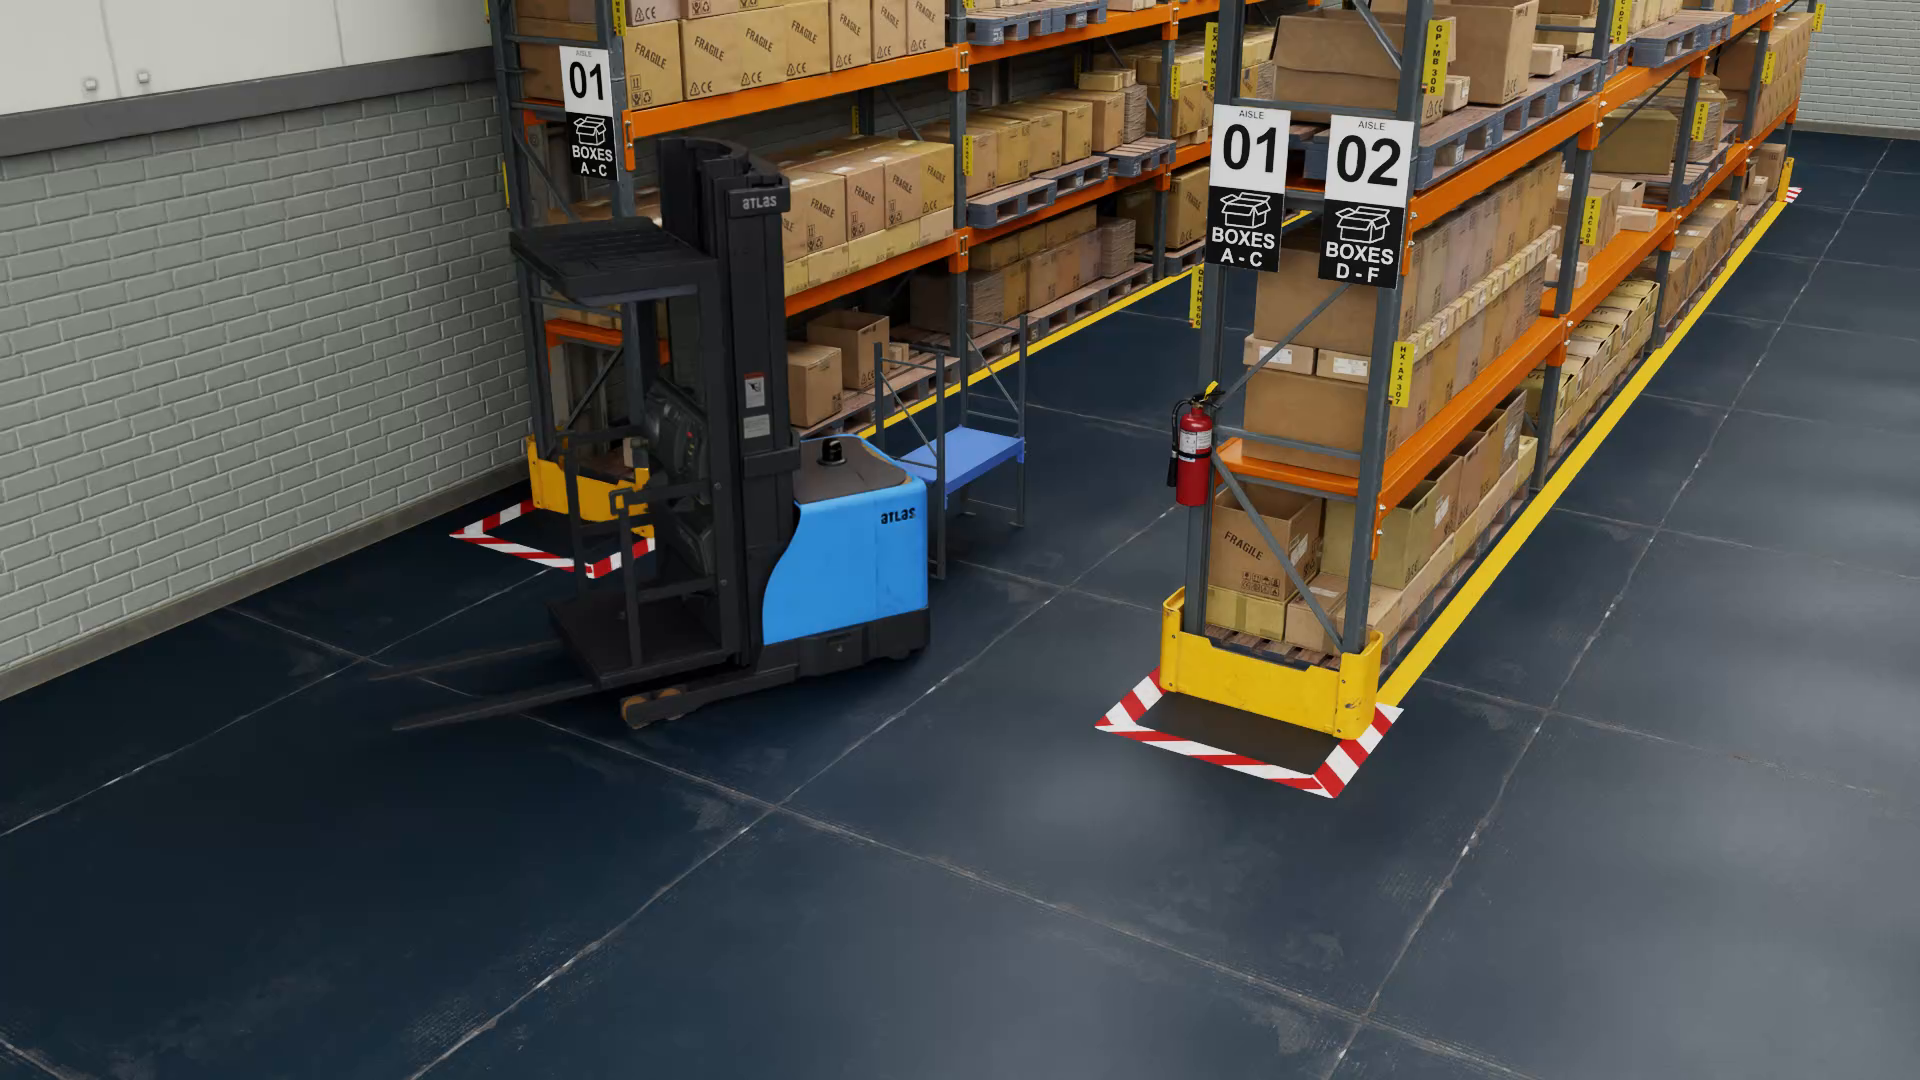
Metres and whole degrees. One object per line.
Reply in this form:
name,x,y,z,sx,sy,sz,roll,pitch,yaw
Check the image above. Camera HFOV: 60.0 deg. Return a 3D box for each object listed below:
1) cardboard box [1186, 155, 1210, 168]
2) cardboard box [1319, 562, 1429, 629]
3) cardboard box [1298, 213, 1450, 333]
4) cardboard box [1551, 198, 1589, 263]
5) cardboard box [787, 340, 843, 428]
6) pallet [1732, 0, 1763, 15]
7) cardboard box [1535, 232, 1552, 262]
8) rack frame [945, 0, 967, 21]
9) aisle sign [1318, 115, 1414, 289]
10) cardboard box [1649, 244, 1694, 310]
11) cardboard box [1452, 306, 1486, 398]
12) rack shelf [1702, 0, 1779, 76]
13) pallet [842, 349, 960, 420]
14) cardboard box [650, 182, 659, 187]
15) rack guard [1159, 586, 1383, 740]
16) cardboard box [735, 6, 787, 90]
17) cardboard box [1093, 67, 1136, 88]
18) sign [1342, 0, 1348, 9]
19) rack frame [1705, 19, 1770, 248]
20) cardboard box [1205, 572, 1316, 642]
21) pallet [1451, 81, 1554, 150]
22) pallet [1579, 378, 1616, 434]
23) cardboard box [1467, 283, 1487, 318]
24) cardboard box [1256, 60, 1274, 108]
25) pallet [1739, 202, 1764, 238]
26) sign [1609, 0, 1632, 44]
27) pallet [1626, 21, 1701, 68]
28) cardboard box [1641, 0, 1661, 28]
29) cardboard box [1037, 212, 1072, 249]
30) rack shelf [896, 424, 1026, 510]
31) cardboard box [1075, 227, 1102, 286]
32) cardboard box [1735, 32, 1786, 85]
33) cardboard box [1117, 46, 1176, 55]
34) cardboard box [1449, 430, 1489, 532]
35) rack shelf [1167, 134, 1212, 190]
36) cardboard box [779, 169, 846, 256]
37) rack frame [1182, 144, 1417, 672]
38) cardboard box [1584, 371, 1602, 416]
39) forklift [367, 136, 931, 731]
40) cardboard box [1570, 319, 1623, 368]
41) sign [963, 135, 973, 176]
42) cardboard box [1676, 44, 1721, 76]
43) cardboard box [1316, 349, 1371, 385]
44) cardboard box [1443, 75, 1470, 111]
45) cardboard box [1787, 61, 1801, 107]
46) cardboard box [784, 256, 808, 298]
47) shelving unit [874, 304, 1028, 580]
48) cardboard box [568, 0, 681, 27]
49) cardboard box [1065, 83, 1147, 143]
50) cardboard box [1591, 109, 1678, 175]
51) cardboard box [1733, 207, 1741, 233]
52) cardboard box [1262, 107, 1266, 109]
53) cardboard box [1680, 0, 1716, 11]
cardboard box,2.673,-3.954,18.786,0.750,0.750,0.750,14,27,29
cardboard box,2.429,0.269,9.786,0.500,0.250,0.500,14,27,29
cardboard box,2.254,-1.489,9.155,0.700,0.500,0.500,13,27,28
cardboard box,4.503,-2.326,12.721,0.500,0.500,0.500,16,28,33
cardboard box,-1.343,-1.232,12.913,0.700,0.500,0.500,12,26,26
pallet,7.078,-5.281,16.133,1.213,0.211,1.003,14,27,29
cardboard box,3.713,-1.970,11.083,0.380,0.149,0.250,13,27,28
rack frame,-0.404,-5.636,12.943,1.000,3.000,0.127,14,27,29
aisle sign,1.922,-1.603,7.905,0.394,0.787,0.004,14,27,29
cardboard box,6.670,-2.523,15.894,0.500,0.500,0.500,13,27,27
cardboard box,2.768,-1.220,10.167,0.700,0.500,0.500,15,27,31
rack shelf,6.971,-4.918,15.964,1.077,0.370,4.000,14,27,29
pallet,-0.728,-1.369,14.148,1.003,0.211,1.213,14,27,29
cardboard box,-1.903,-2.364,12.156,0.500,0.500,0.500,13,27,28
rack guard,1.684,0.659,9.099,1.175,0.500,0.348,14,27,29
cardboard box,-1.541,-3.375,11.344,0.500,0.500,0.500,15,28,31
cardboard box,1.549,-4.656,16.733,0.380,0.149,0.250,10,25,22
sign,5.457,-7.485,23.576,0.100,0.325,0.005,14,27,29
rack frame,8.026,-4.546,17.976,1.000,3.000,0.127,14,27,29
cardboard box,1.728,0.330,9.645,0.500,0.250,0.500,14,27,29
pallet,2.734,-2.479,9.536,1.003,0.211,1.213,14,27,29
pallet,4.804,-1.237,13.842,1.003,0.211,1.213,14,27,29
cardboard box,2.898,-1.446,9.872,0.380,0.149,0.250,14,27,29
cardboard box,3.253,-5.224,19.017,0.500,0.500,0.500,14,27,29
pallet,9.032,-3.912,20.020,1.003,0.211,1.213,14,27,29
sign,4.279,-3.381,10.757,0.100,0.325,0.005,14,27,29
pallet,5.047,-3.860,12.854,1.003,0.211,1.213,15,28,31
cardboard box,5.152,-4.160,12.969,0.500,0.250,0.500,13,27,28
cardboard box,0.749,-3.024,16.109,0.500,0.250,0.500,14,27,29
rack shelf,-0.045,-0.494,10.957,0.538,0.185,1.000,14,27,29
cardboard box,1.000,-2.885,16.730,0.700,0.500,0.500,14,27,29
cardboard box,8.785,-5.325,18.392,0.500,0.500,0.500,13,27,27
cardboard box,2.001,-5.150,17.902,0.500,0.250,0.500,13,27,27
cardboard box,2.962,-0.411,10.413,0.500,0.500,0.500,14,27,29
rack shelf,2.761,-4.578,18.955,1.077,0.370,4.000,14,27,29
cardboard box,-1.198,-2.430,12.308,0.500,0.500,0.500,15,27,31
rack frame,1.696,-0.496,8.621,1.000,3.000,0.127,14,27,29
cardboard box,4.771,-1.209,13.200,0.500,0.250,0.500,13,27,27
forklift,-1.715,-0.575,8.888,3.031,2.935,1.130,-12,26,-26
cardboard box,5.046,-1.641,13.492,0.500,0.311,0.500,15,27,30
sign,0.061,-3.169,13.706,0.100,0.325,0.005,14,27,29
cardboard box,8.073,-5.276,18.277,0.500,0.500,0.500,14,27,29
cardboard box,2.086,-0.927,8.674,0.380,0.149,0.250,14,27,29
cardboard box,2.467,-2.375,8.795,0.380,0.149,0.250,14,27,29
cardboard box,9.860,-5.558,20.188,0.500,0.500,0.500,14,27,29
cardboard box,-1.451,-1.921,12.074,0.500,0.250,0.500,13,27,28
shelving unit,-0.045,-0.659,10.886,0.538,1.500,1.048,14,27,29
cardboard box,-2.105,-3.503,10.380,0.500,0.500,0.500,12,26,25
cardboard box,1.466,-4.320,16.774,0.700,0.500,0.500,11,26,23
cardboard box,6.153,-3.671,15.300,0.700,0.500,0.500,5,24,11
cardboard box,8.431,-3.611,18.646,0.500,0.311,0.500,14,27,29
cardboard box,3.315,-4.966,19.236,0.380,0.149,0.250,14,27,29
cardboard box,6.118,-4.773,14.599,0.910,0.500,0.500,14,27,29
